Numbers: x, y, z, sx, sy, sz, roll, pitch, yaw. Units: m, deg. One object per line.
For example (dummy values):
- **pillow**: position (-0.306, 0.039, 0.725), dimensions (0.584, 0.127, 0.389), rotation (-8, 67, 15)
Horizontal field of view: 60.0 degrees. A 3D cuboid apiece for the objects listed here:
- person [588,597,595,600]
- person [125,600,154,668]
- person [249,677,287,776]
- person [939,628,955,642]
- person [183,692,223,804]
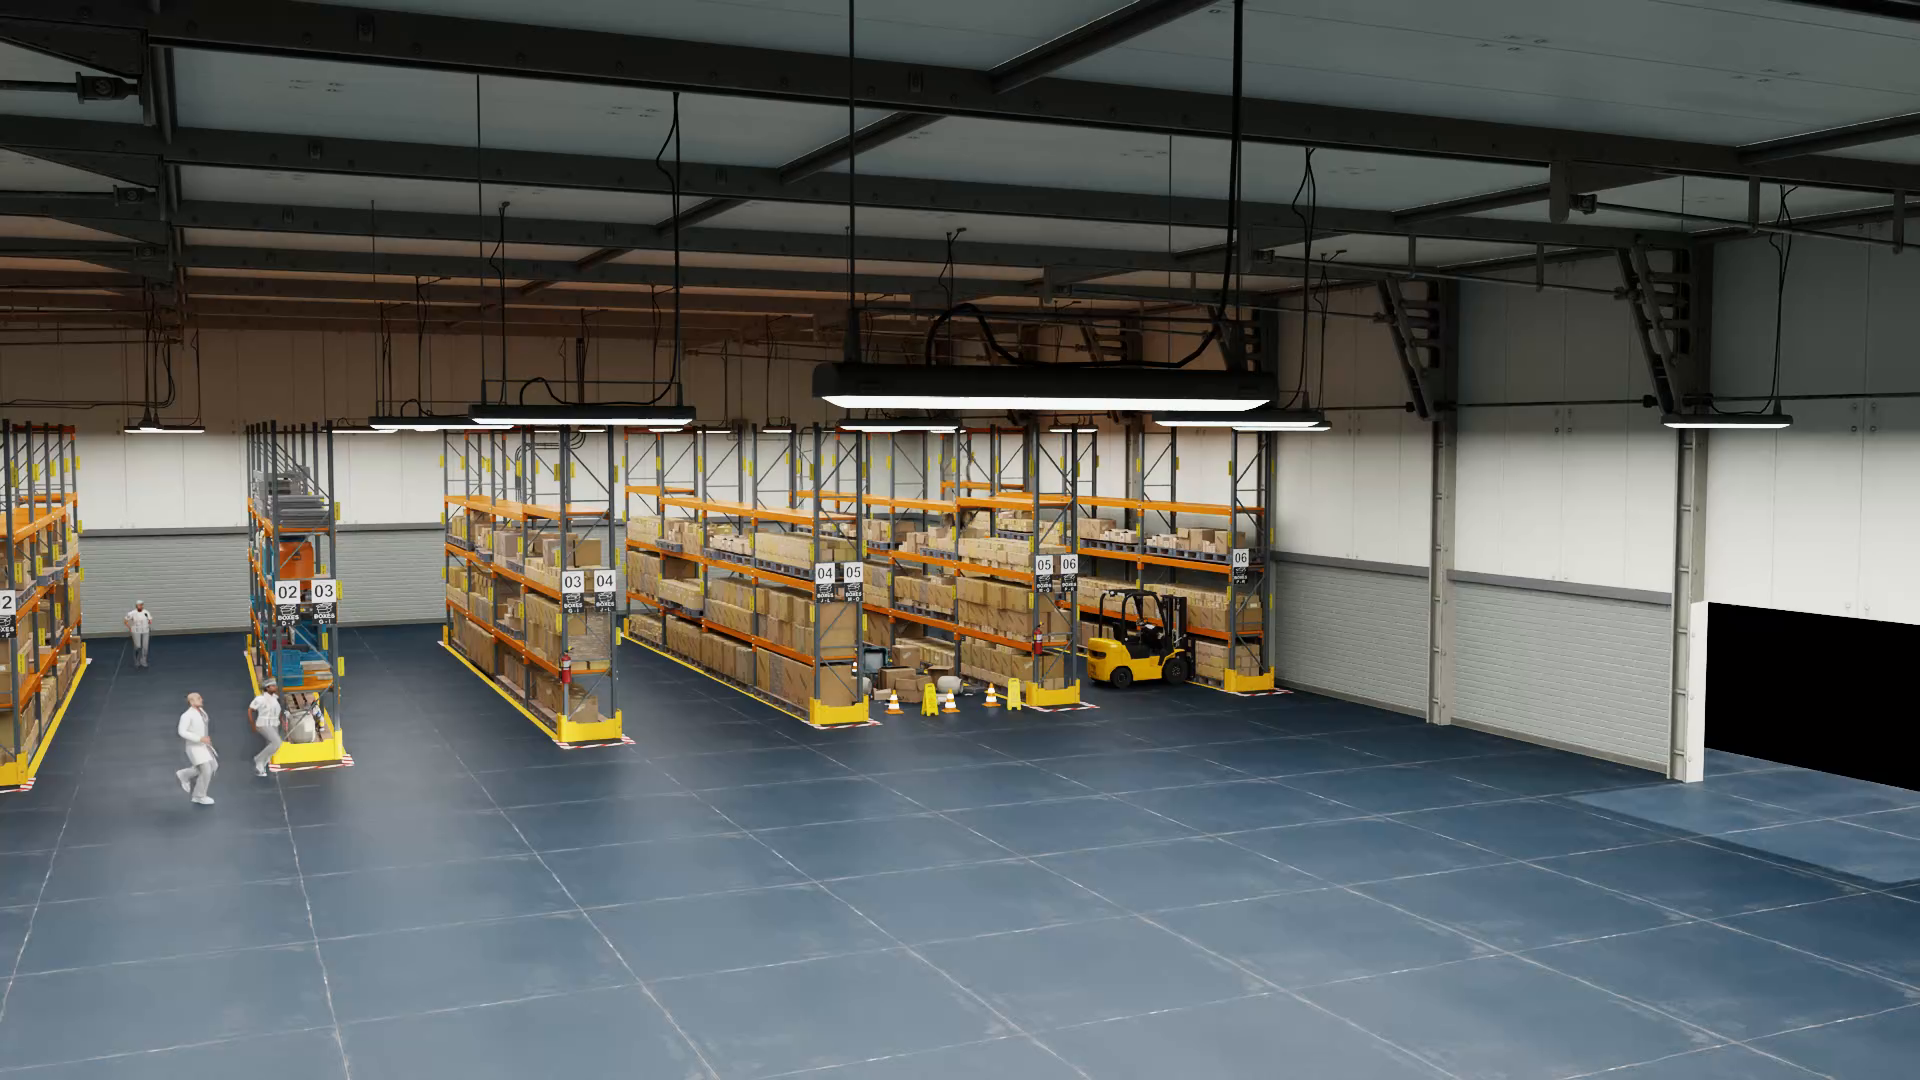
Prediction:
- **person**: position (-10.410, 2.008, 46.999), dimensions (0.539, 1.596, 0.599), rotation (-1, 4, -9)
- **person**: position (-20.286, 2.335, 41.206), dimensions (0.631, 1.681, 0.656), rotation (-3, 5, -43)
- **person**: position (-11.584, 3.140, 28.066), dimensions (0.580, 1.627, 0.588), rotation (1, 4, 17)
- **person**: position (-0.318, 2.109, 44.753), dimensions (0.646, 1.702, 0.963), rotation (-1, 4, -19)
- **person**: position (-11.843, 3.276, 25.945), dimensions (0.627, 1.660, 0.766), rotation (0, 4, -2)
